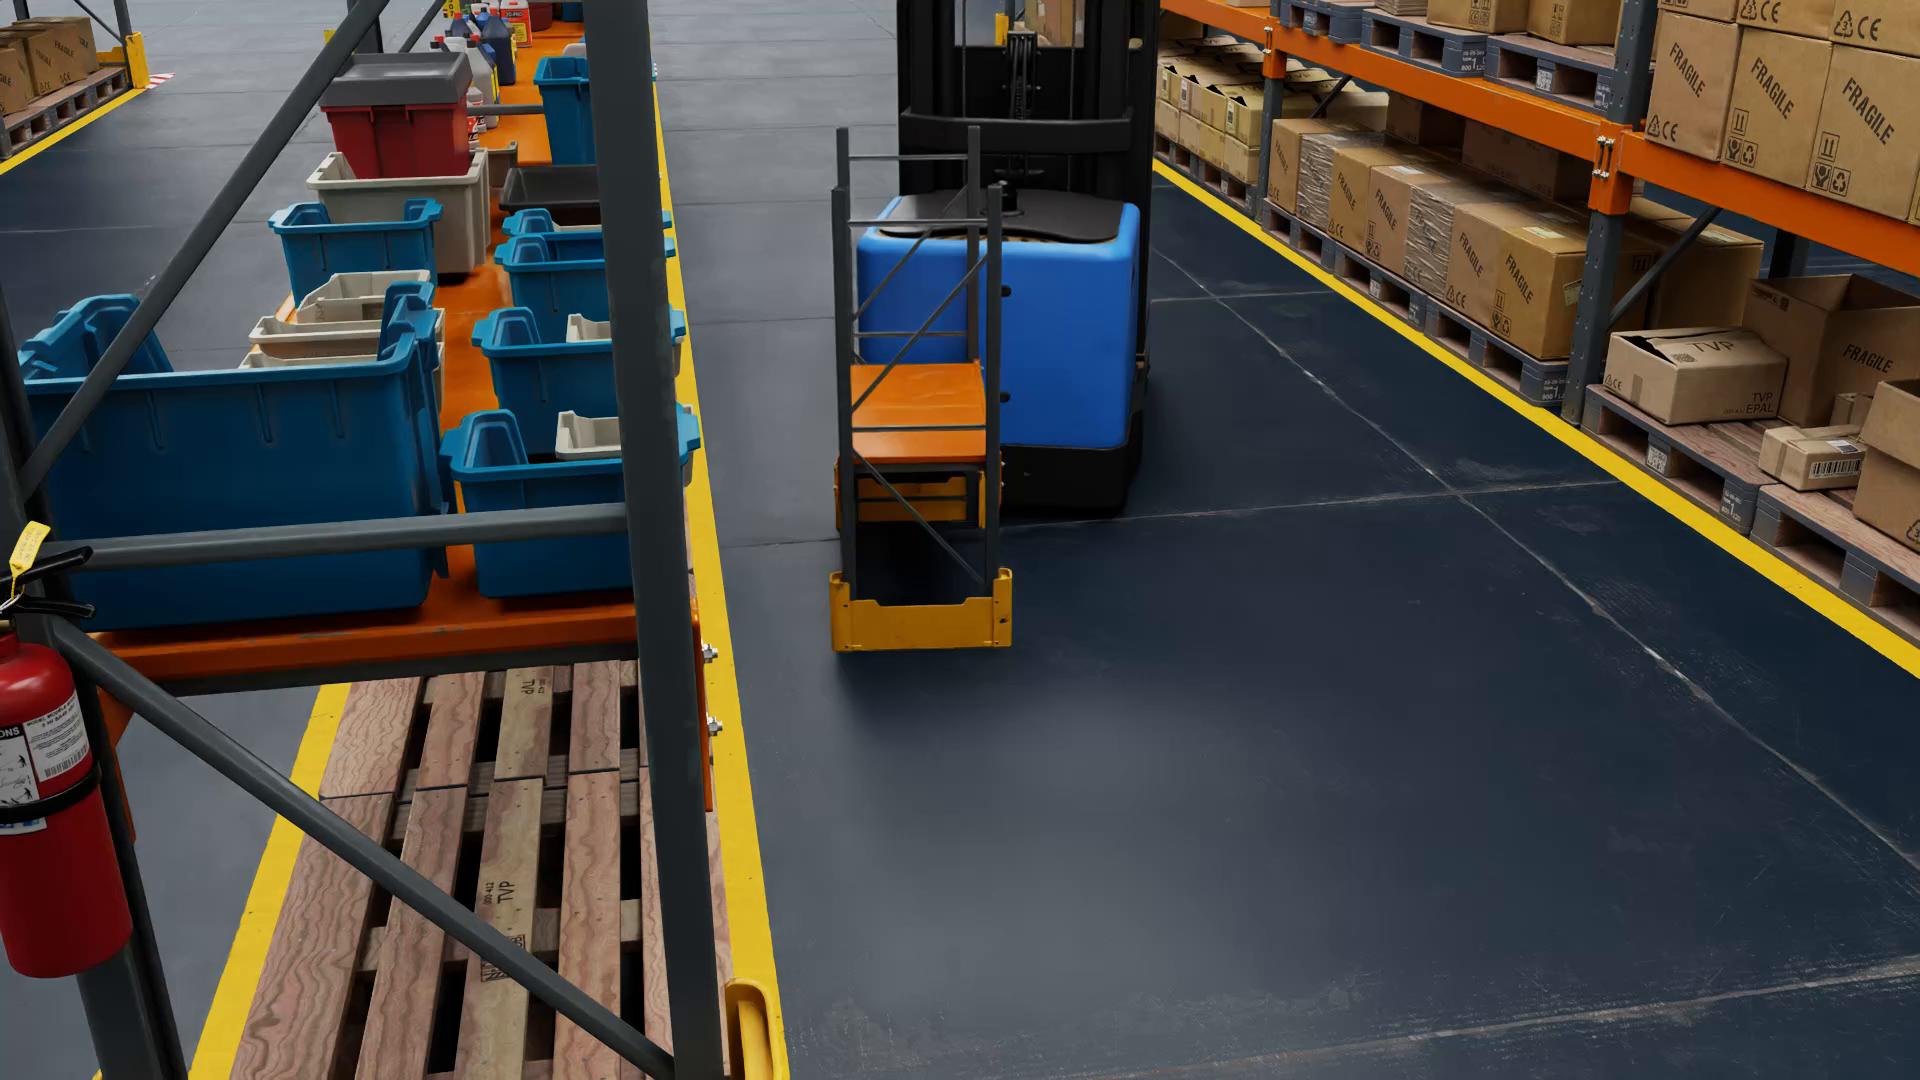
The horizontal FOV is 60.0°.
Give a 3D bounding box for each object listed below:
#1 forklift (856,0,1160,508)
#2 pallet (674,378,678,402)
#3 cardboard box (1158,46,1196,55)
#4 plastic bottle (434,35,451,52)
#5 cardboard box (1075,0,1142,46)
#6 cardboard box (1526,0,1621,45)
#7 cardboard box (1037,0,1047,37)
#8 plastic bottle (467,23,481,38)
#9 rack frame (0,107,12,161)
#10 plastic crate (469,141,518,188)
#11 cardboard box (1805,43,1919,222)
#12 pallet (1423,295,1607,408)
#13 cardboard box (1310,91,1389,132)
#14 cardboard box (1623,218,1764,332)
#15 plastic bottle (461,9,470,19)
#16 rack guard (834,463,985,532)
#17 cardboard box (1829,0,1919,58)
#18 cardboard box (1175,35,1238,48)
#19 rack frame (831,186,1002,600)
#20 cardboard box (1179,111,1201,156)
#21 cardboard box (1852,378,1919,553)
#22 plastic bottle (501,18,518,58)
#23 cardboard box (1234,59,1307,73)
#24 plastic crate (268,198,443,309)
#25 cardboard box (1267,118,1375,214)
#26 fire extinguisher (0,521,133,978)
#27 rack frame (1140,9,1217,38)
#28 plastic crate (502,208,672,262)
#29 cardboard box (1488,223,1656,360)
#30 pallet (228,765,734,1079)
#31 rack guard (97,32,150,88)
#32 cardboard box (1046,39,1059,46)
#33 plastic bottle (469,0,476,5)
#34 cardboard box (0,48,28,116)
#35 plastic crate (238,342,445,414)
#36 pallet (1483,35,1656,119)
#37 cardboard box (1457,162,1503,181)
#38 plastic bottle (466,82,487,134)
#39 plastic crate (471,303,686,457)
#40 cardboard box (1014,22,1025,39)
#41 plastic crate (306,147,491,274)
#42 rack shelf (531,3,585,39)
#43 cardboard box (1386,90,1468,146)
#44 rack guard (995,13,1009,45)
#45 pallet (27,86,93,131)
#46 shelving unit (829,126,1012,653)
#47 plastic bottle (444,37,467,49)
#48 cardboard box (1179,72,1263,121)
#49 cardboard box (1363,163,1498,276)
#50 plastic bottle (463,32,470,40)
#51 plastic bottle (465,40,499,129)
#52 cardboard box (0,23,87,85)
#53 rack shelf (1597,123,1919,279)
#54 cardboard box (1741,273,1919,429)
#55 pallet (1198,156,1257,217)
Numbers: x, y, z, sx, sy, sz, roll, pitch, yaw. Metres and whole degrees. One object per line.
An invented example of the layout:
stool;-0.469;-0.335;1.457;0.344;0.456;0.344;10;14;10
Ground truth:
forklift;0.315;-2.022;7.217;1.130;2.935;3.031;3;24;7
pallet;-1.761;-0.599;7.358;1.003;0.211;1.213;-4;24;-10
cardboard box;1.649;-3.893;13.626;0.500;0.311;0.500;-5;24;-10
plastic bottle;-2.185;-1.958;7.046;0.144;0.351;0.185;-4;24;-10
cardboard box;1.349;-4.722;15.287;0.500;0.500;0.500;-4;24;-10
cardboard box;3.152;-2.642;7.903;0.700;0.500;0.500;-1;24;-1
cardboard box;1.070;-5.312;16.638;0.500;0.500;0.500;-4;24;-10
plastic bottle;-2.380;-2.347;8.031;0.152;0.276;0.135;-4;24;-10
rack frame;-8.006;-4.350;12.463;1.000;3.000;0.127;-4;24;-10
plastic crate;-1.714;-1.283;5.695;0.396;0.136;0.243;-4;24;-10
cardboard box;3.224;-1.362;5.497;0.500;0.500;0.500;-4;24;-10
pallet;3.022;-0.975;8.218;1.003;0.211;1.213;-4;24;-10
cardboard box;2.662;-2.926;11.411;0.500;0.311;0.500;-4;24;-8
cardboard box;3.359;-1.200;7.823;0.500;0.500;0.500;-5;24;-12
plastic bottle;-2.528;-2.567;8.526;0.061;0.283;0.133;-4;24;-10
rack guard;-0.180;-0.169;6.325;0.587;0.250;0.087;-1;24;-3
cardboard box;3.210;-1.828;5.314;0.500;0.500;0.500;-5;24;-11
cardboard box;2.087;-4.133;14.176;0.500;0.311;0.500;-4;24;-10
rack frame;-0.126;-0.343;5.162;0.500;1.500;0.032;-1;24;-3
cardboard box;1.944;-3.030;12.352;0.500;0.250;0.500;-4;24;-9
cardboard box;3.562;-0.254;5.654;0.797;0.503;0.637;-4;24;-10
plastic bottle;-2.432;-2.693;8.916;0.097;0.201;0.097;0;24;0
cardboard box;2.368;-3.535;12.806;0.500;0.311;0.500;-5;24;-10
plastic crate;-1.551;-0.736;4.323;0.416;0.233;0.300;-4;24;-10
cardboard box;2.273;-2.365;10.490;0.500;0.500;0.500;-3;24;-7
fire extinguisher;-1.338;0.302;2.372;0.296;0.674;0.183;-4;24;-10
rack frame;1.730;-5.082;14.138;1.000;3.000;0.127;-4;24;-10
plastic crate;-0.941;-0.705;4.251;0.416;0.233;0.300;-4;24;-10
cardboard box;2.837;-1.164;7.742;0.500;0.500;0.500;-4;24;-10
pallet;-1.034;0.954;3.802;1.003;0.211;1.213;-4;24;-10
rack guard;-8.732;-4.748;16.497;1.175;0.500;0.348;-4;24;-10
cardboard box;1.147;-4.770;16.335;0.500;0.250;0.500;-4;24;-10
plastic bottle;-2.621;-2.763;8.975;0.061;0.283;0.133;-4;24;-10
cardboard box;-8.154;-3.782;13.761;0.500;0.500;0.500;3;24;7
plastic crate;-1.288;-0.326;3.503;0.396;0.136;0.243;-4;24;-10
pallet;3.169;-2.170;7.710;1.003;0.211;1.213;-4;24;-10
cardboard box;3.072;-1.805;9.208;0.500;0.500;0.500;-5;24;-12
plastic bottle;-1.998;-1.771;6.804;0.097;0.201;0.097;0;24;0
plastic crate;-0.763;-0.328;3.388;0.416;0.233;0.300;-4;24;-10
cardboard box;0.871;-5.360;17.686;0.500;0.250;0.500;-4;24;-10
plastic crate;-1.558;-0.929;4.703;0.437;0.282;0.530;-4;24;-10
rack shelf;-2.769;-3.601;11.645;1.077;0.370;4.000;-4;24;-10
cardboard box;2.888;-2.536;9.946;0.500;0.250;0.500;-3;24;-8
rack guard;0.986;-5.519;18.263;1.175;0.500;0.348;-4;24;-10
pallet;-8.394;-3.815;14.721;1.003;0.211;1.213;-4;24;-10
shelving unit;-0.153;-0.543;5.619;0.587;1.500;1.083;-1;24;-3
plastic bottle;-2.278;-2.131;7.536;0.152;0.276;0.135;-4;24;-10
cardboard box;1.938;-3.289;12.242;0.500;0.311;0.500;-4;24;-10
cardboard box;2.565;-1.757;9.098;0.500;0.500;0.500;-5;24;-12
plastic bottle;-2.292;-2.229;7.767;0.097;0.271;0.097;0;24;0
plastic bottle;-2.009;-1.896;6.904;0.144;0.351;0.185;-4;24;-10
cardboard box;-8.502;-4.491;15.384;0.500;0.500;0.500;2;24;4
rack shelf;3.579;-0.819;5.276;1.077;0.370;4.000;-4;24;-10
cardboard box;3.594;-0.788;6.881;0.500;0.500;0.500;-4;24;-10
pallet;2.356;-2.557;11.842;1.003;0.211;1.213;-4;24;-10
